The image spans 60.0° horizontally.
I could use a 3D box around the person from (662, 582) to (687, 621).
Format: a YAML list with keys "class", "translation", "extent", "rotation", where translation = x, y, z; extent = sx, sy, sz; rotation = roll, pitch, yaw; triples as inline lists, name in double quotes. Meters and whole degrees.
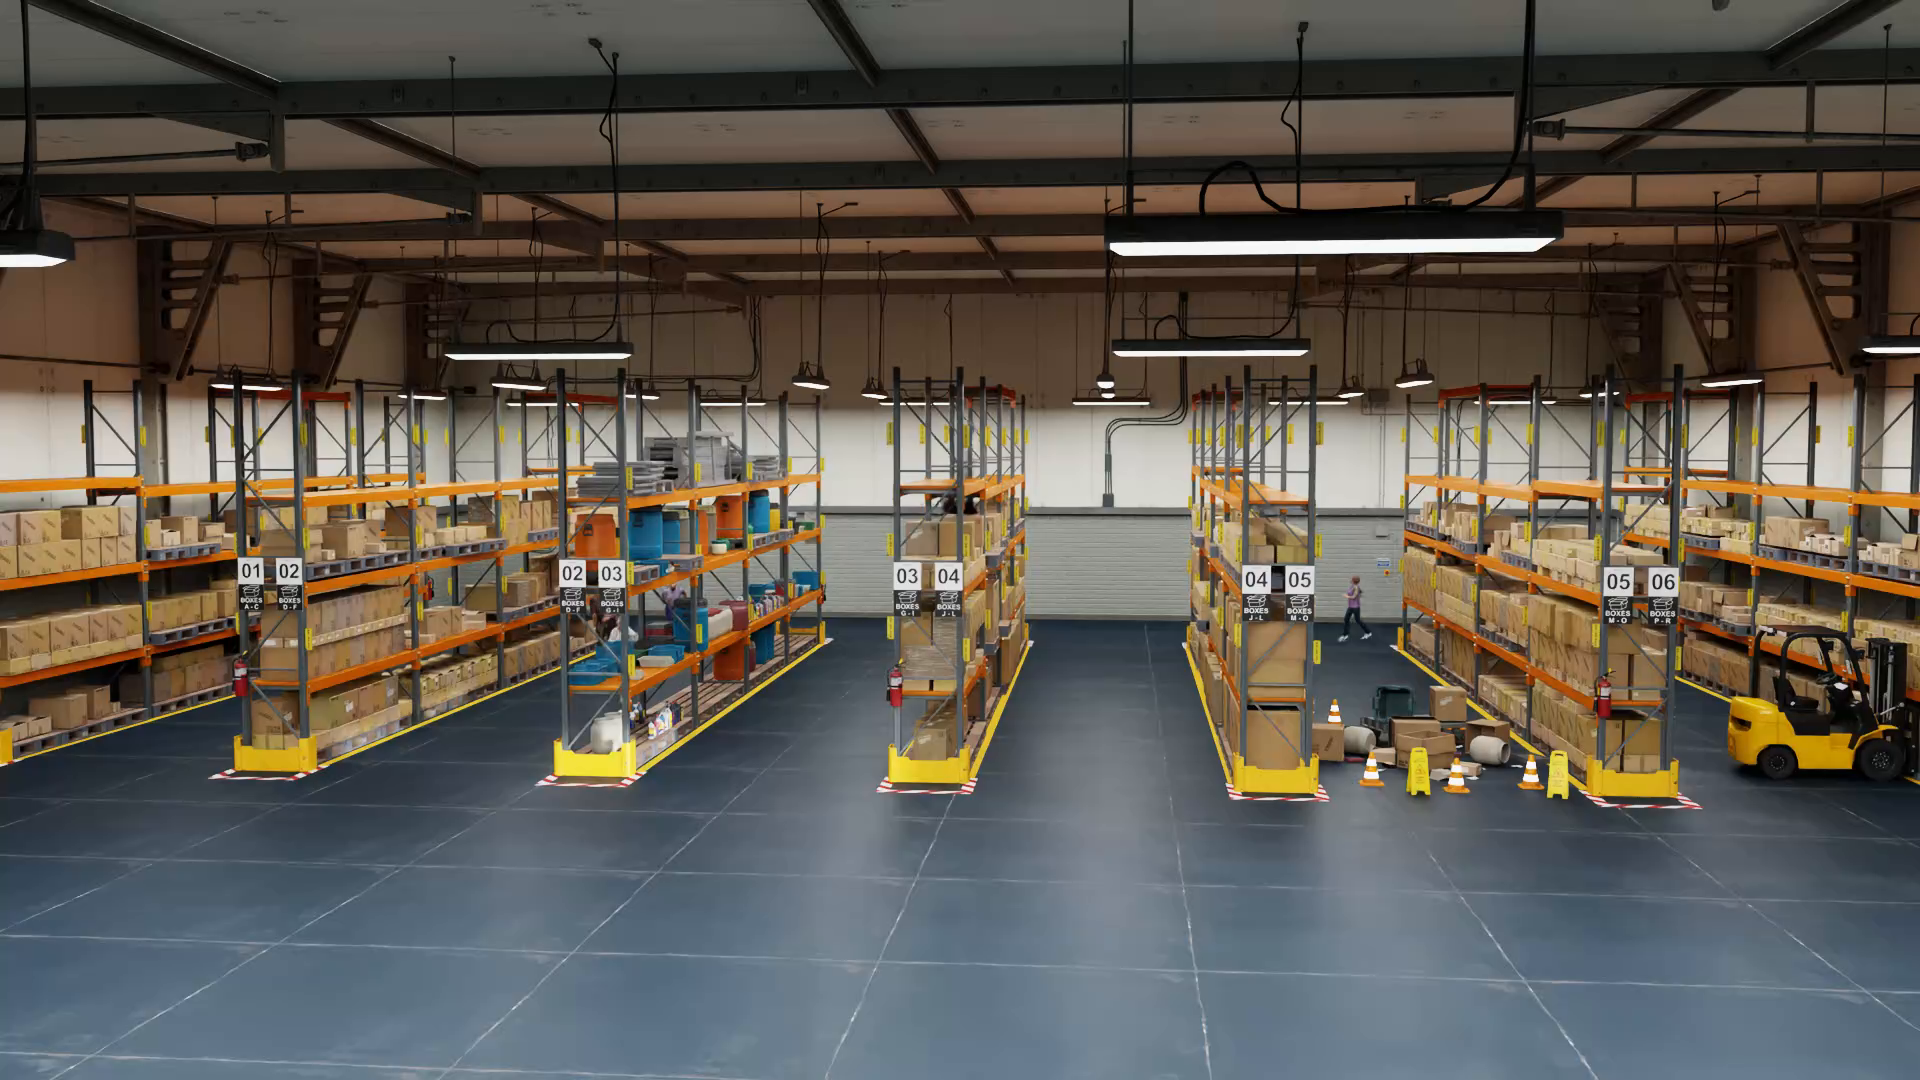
- class: "person"
  translation: [-6.938, 1.724, 40.345]
  extent: [0.593, 1.576, 0.666]
  rotation: [0, 4, -5]

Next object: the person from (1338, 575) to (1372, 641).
- class: "person"
  translation: [9.644, 1.674, 40.570]
  extent: [0.809, 1.609, 0.523]
  rotation: [0, 4, 0]

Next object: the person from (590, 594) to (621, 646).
- class: "person"
  translation: [-7.734, 1.918, 36.496]
  extent: [0.753, 1.744, 1.053]
  rotation: [1, 4, 9]

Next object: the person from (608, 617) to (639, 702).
- class: "person"
  translation: [-6.386, 2.235, 31.729]
  extent: [0.605, 1.636, 0.836]
  rotation: [0, 4, 8]
